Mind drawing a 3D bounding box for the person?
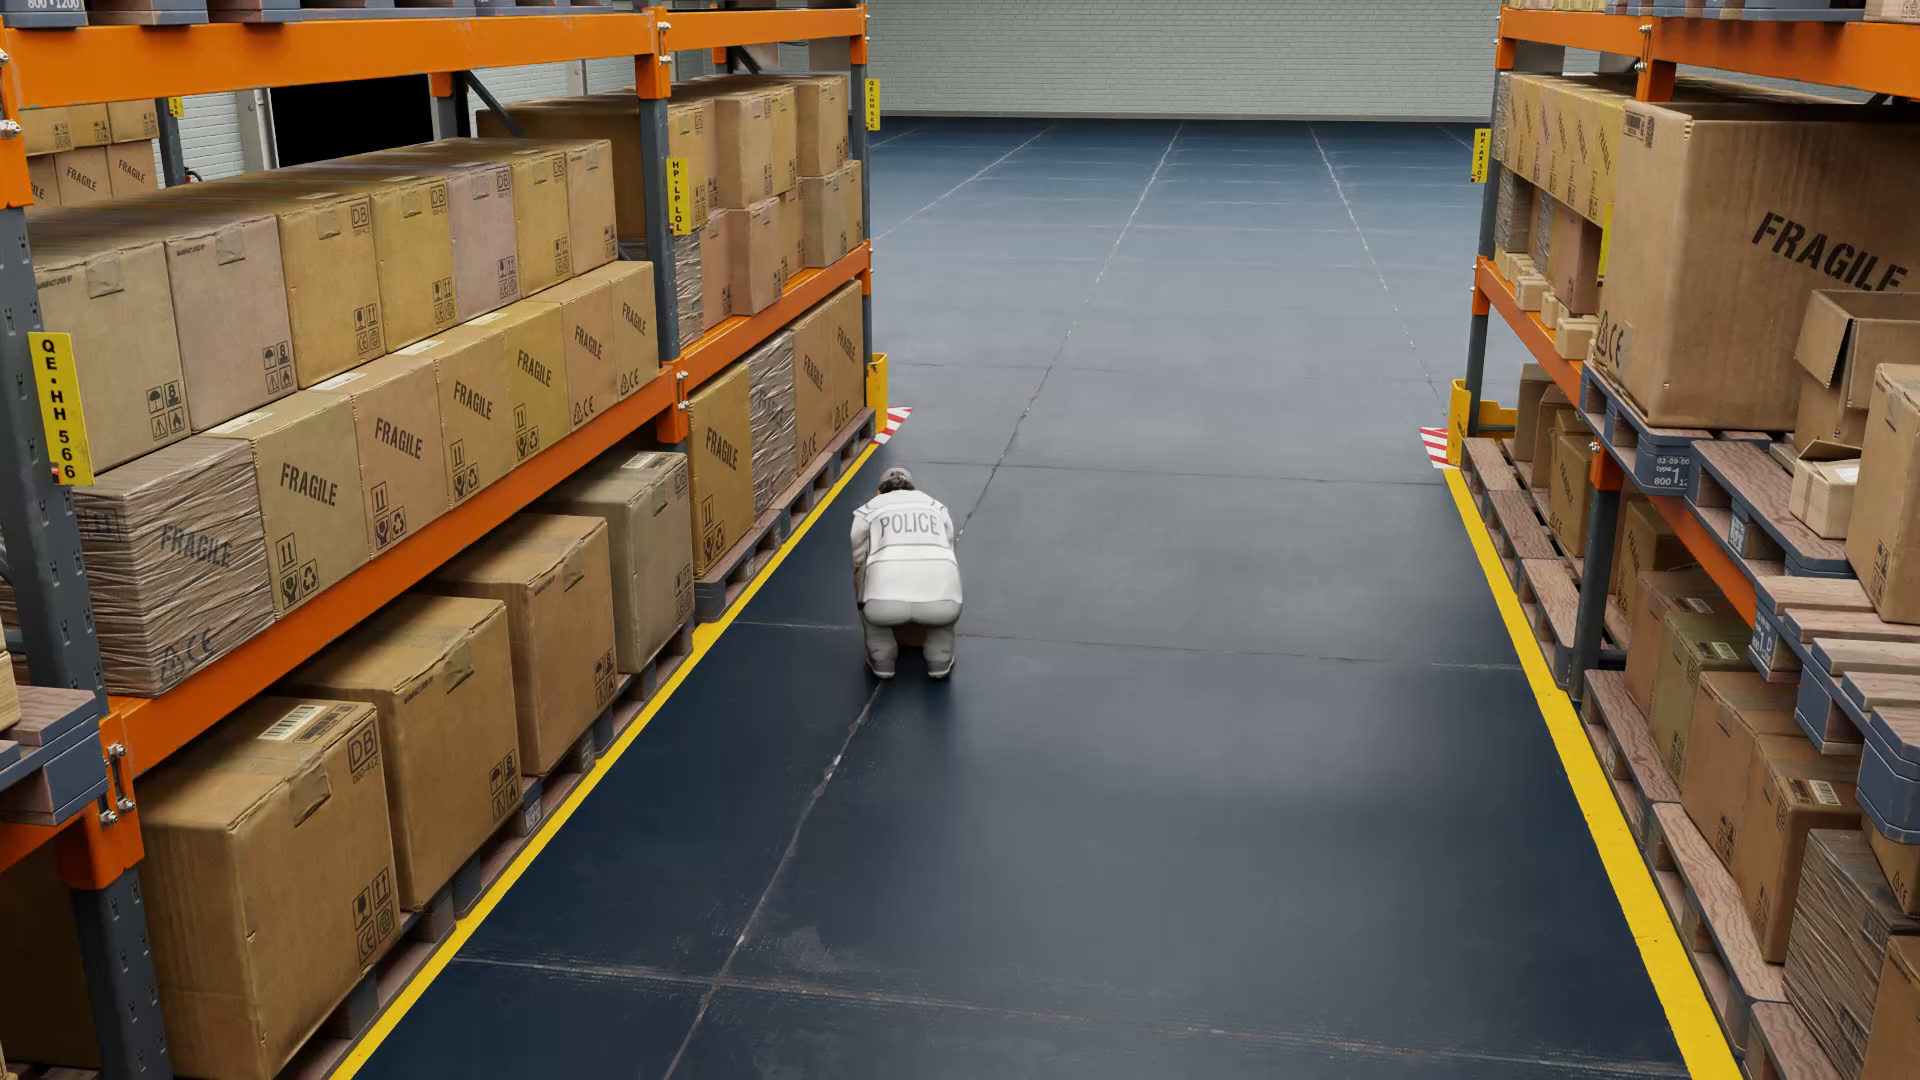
[{"bbox_3d":[-0.232,0.168,7.404,0.512,0.829,0.865,0,18,-1],"label":"person"}]
